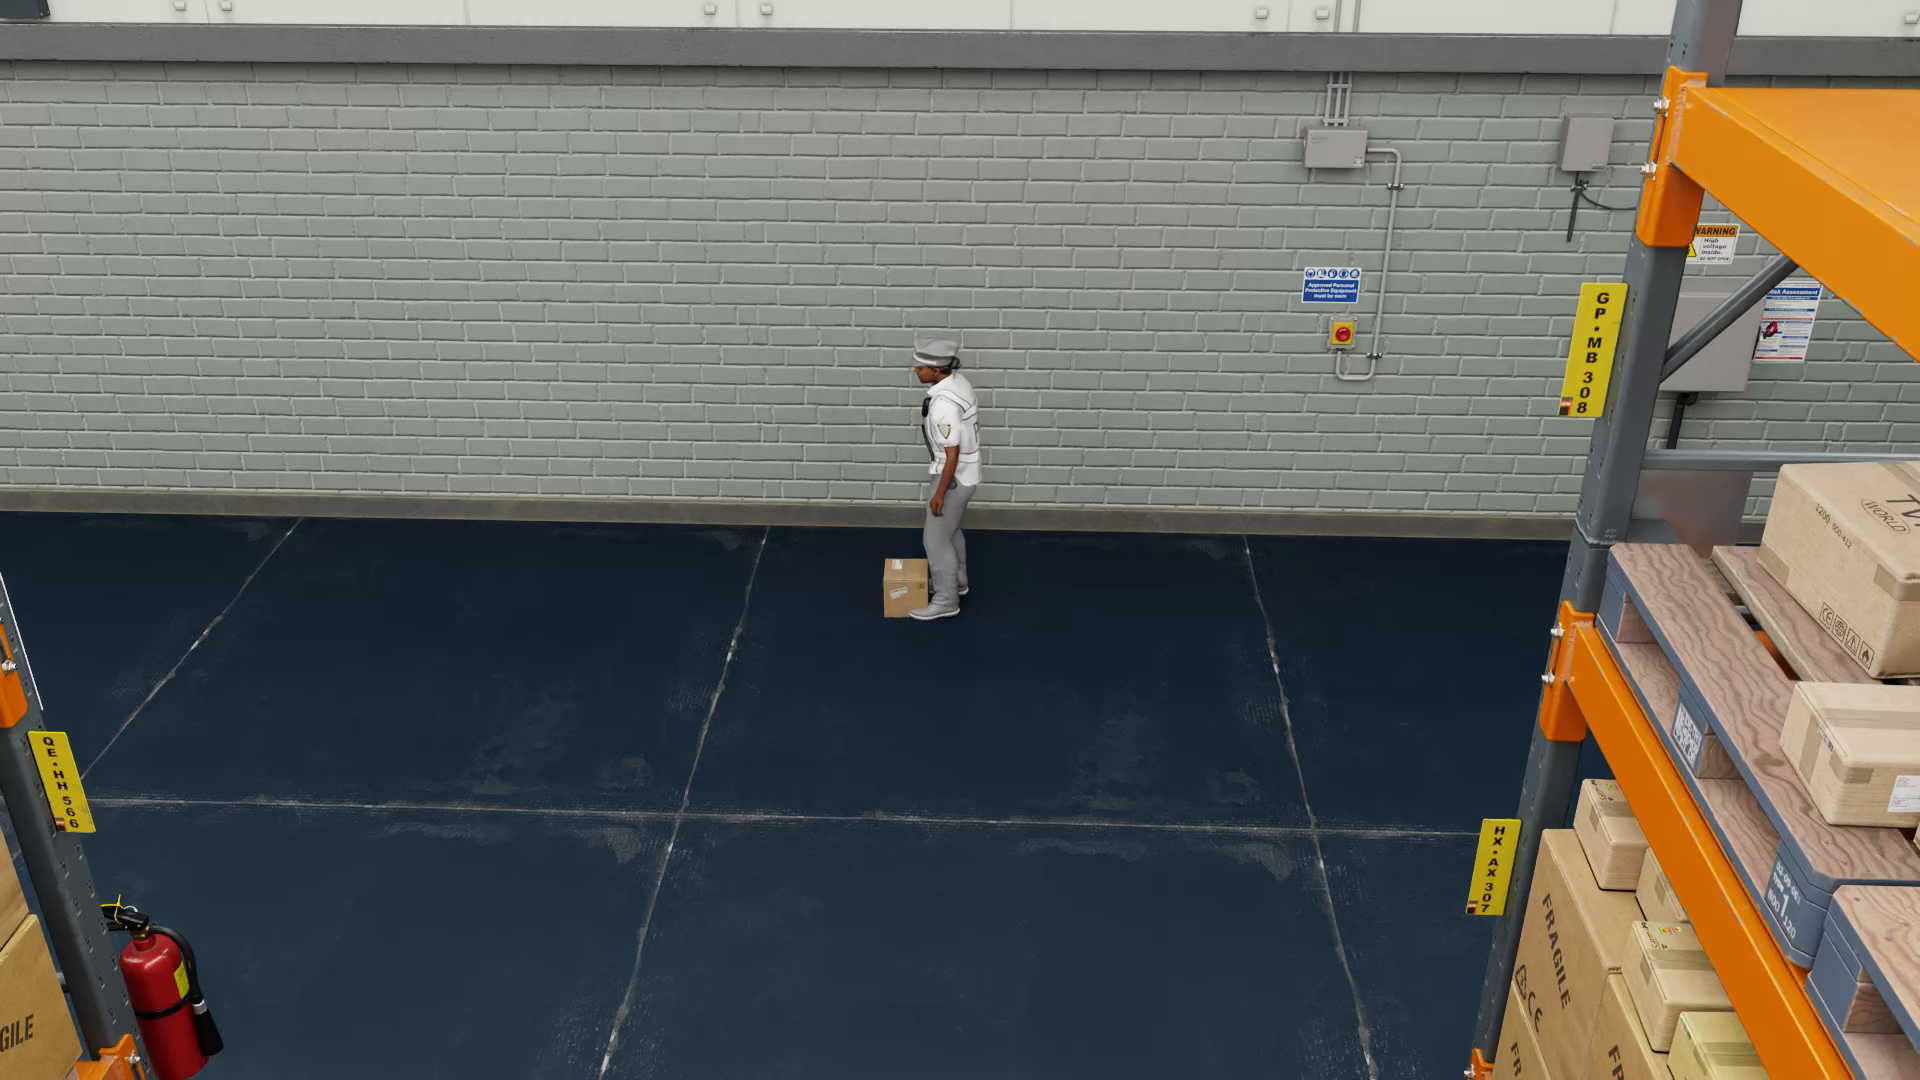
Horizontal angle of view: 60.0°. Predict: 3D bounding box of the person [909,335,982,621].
[{"bbox_3d":[-0.085,-0.346,9.268,0.415,1.660,0.506,1,28,2],"label":"person"}]
